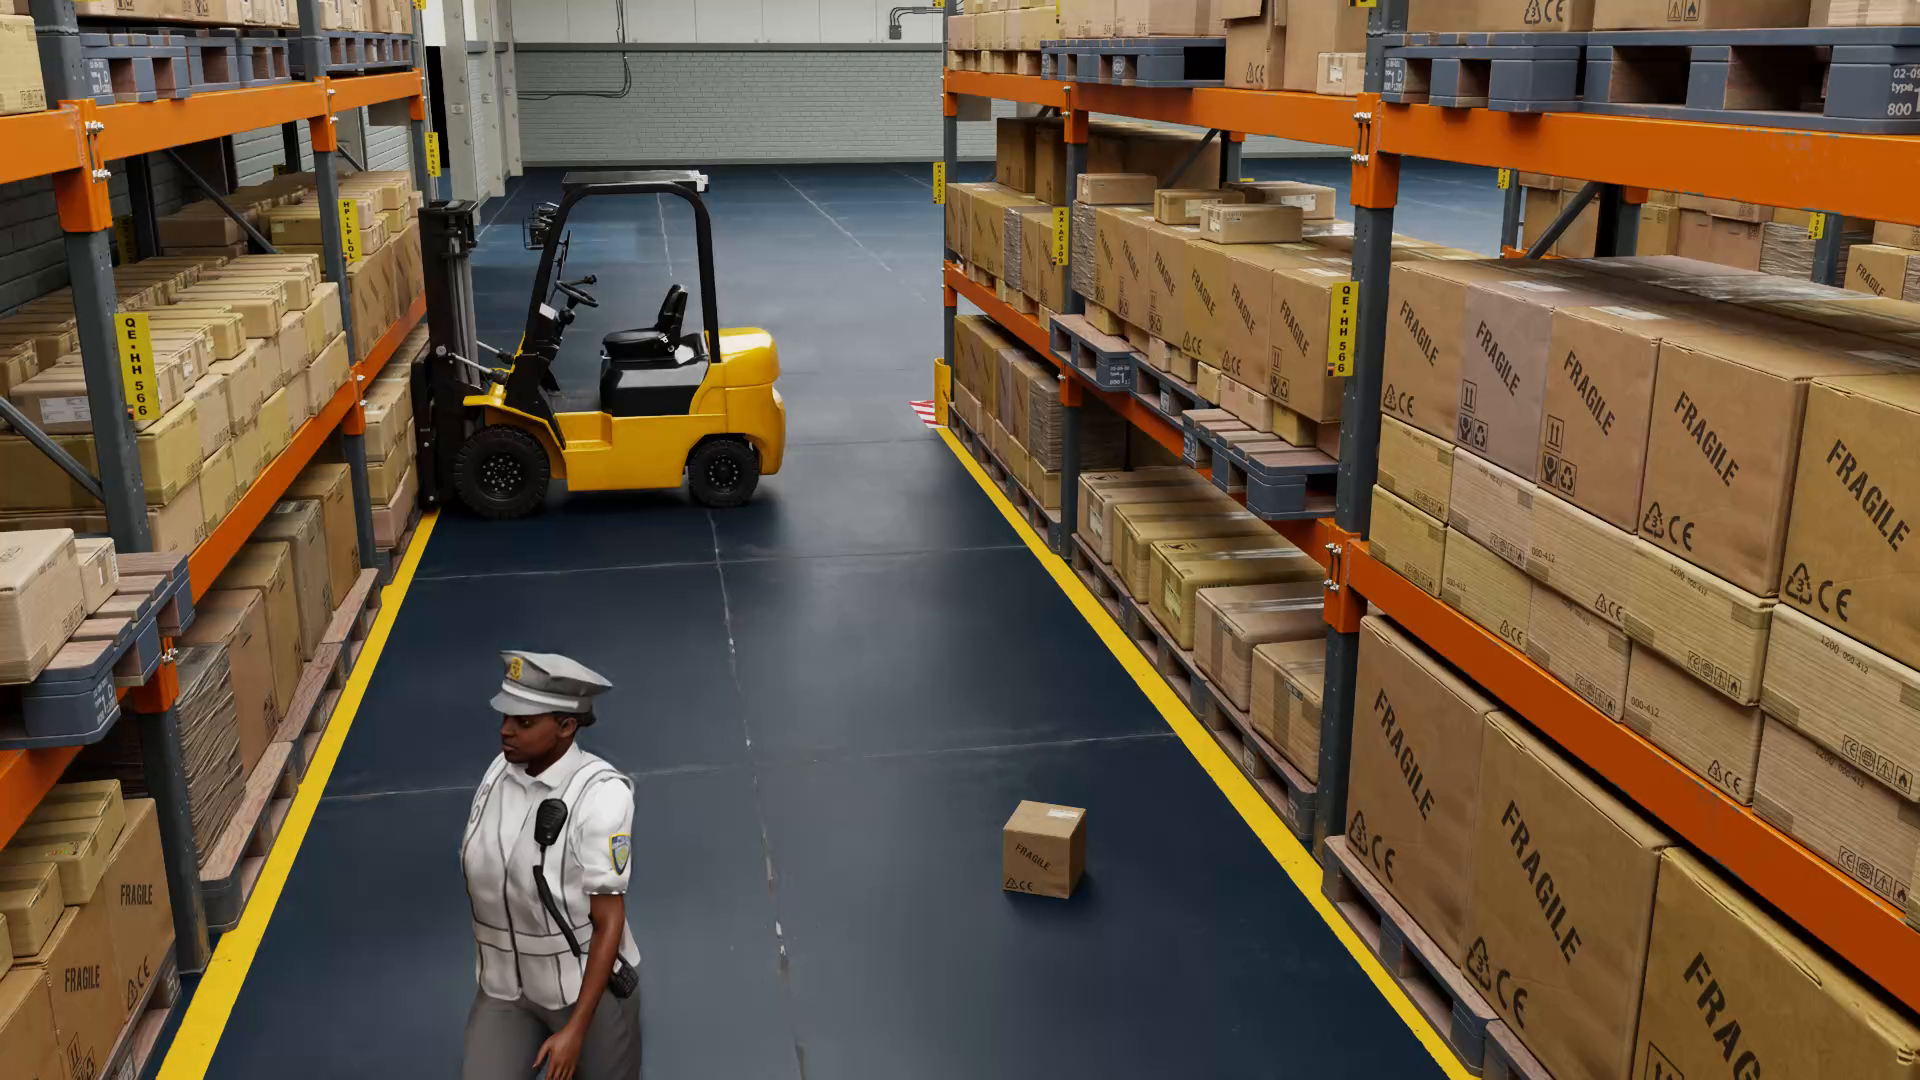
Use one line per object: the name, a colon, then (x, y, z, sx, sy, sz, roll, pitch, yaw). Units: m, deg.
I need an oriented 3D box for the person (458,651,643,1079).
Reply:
person: (-0.990, 1.069, 3.838, 0.449, 1.656, 0.867, 6, 18, 21)
